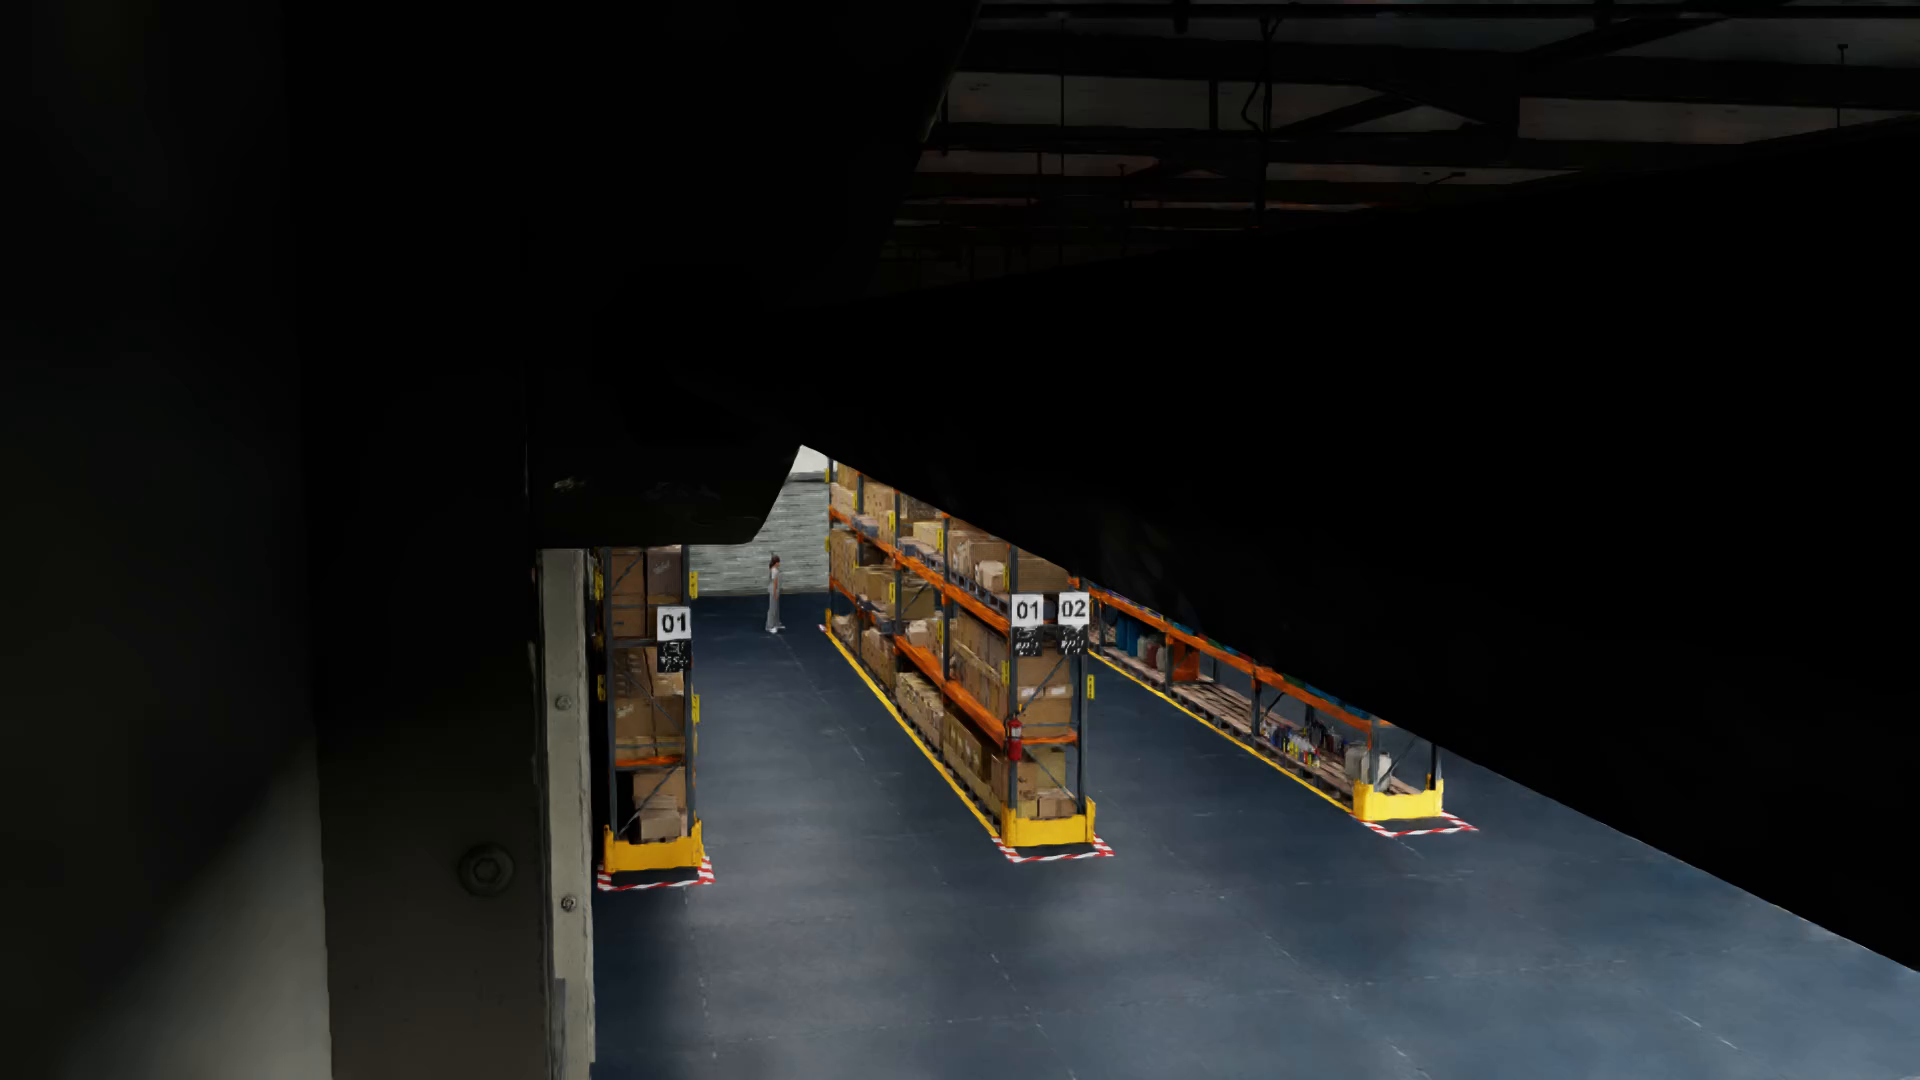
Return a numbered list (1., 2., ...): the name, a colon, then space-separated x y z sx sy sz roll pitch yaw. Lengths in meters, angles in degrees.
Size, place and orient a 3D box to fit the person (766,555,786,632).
1. person: -4.048 1.162 36.510 0.473 1.671 0.551 -1 7 -11
